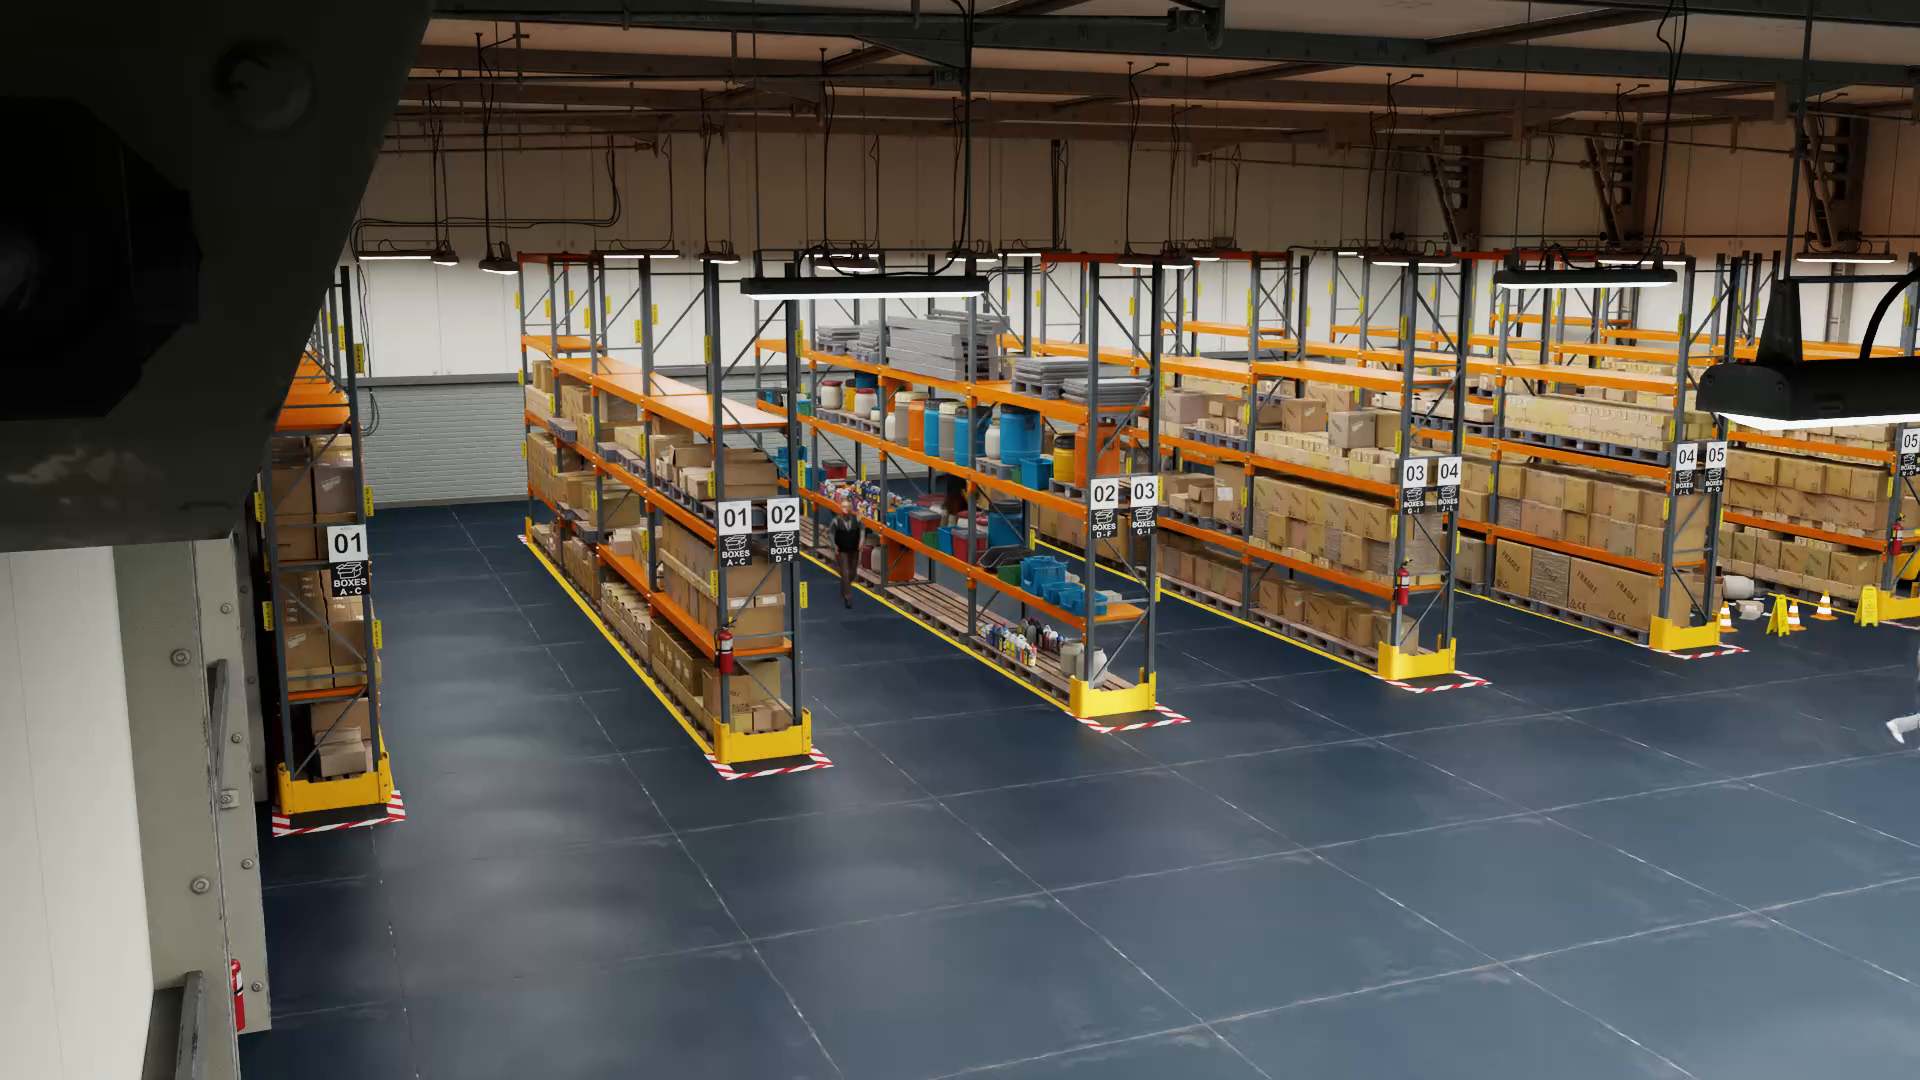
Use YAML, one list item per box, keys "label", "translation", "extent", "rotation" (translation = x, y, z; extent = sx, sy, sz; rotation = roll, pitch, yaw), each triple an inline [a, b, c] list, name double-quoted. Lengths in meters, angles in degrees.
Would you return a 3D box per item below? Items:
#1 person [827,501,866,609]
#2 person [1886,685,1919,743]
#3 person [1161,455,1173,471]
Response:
- label: "person"
  translation: [-1.872, 0.208, 27.577]
  extent: [0.662, 1.753, 0.718]
  rotation: [-4, 11, -19]
- label: "person"
  translation: [11.851, 1.864, 20.347]
  extent: [0.818, 1.658, 0.566]
  rotation: [2, 11, 13]
- label: "person"
  translation: [5.293, -2.075, 41.775]
  extent: [0.846, 1.673, 0.624]
  rotation: [-5, 11, -23]
